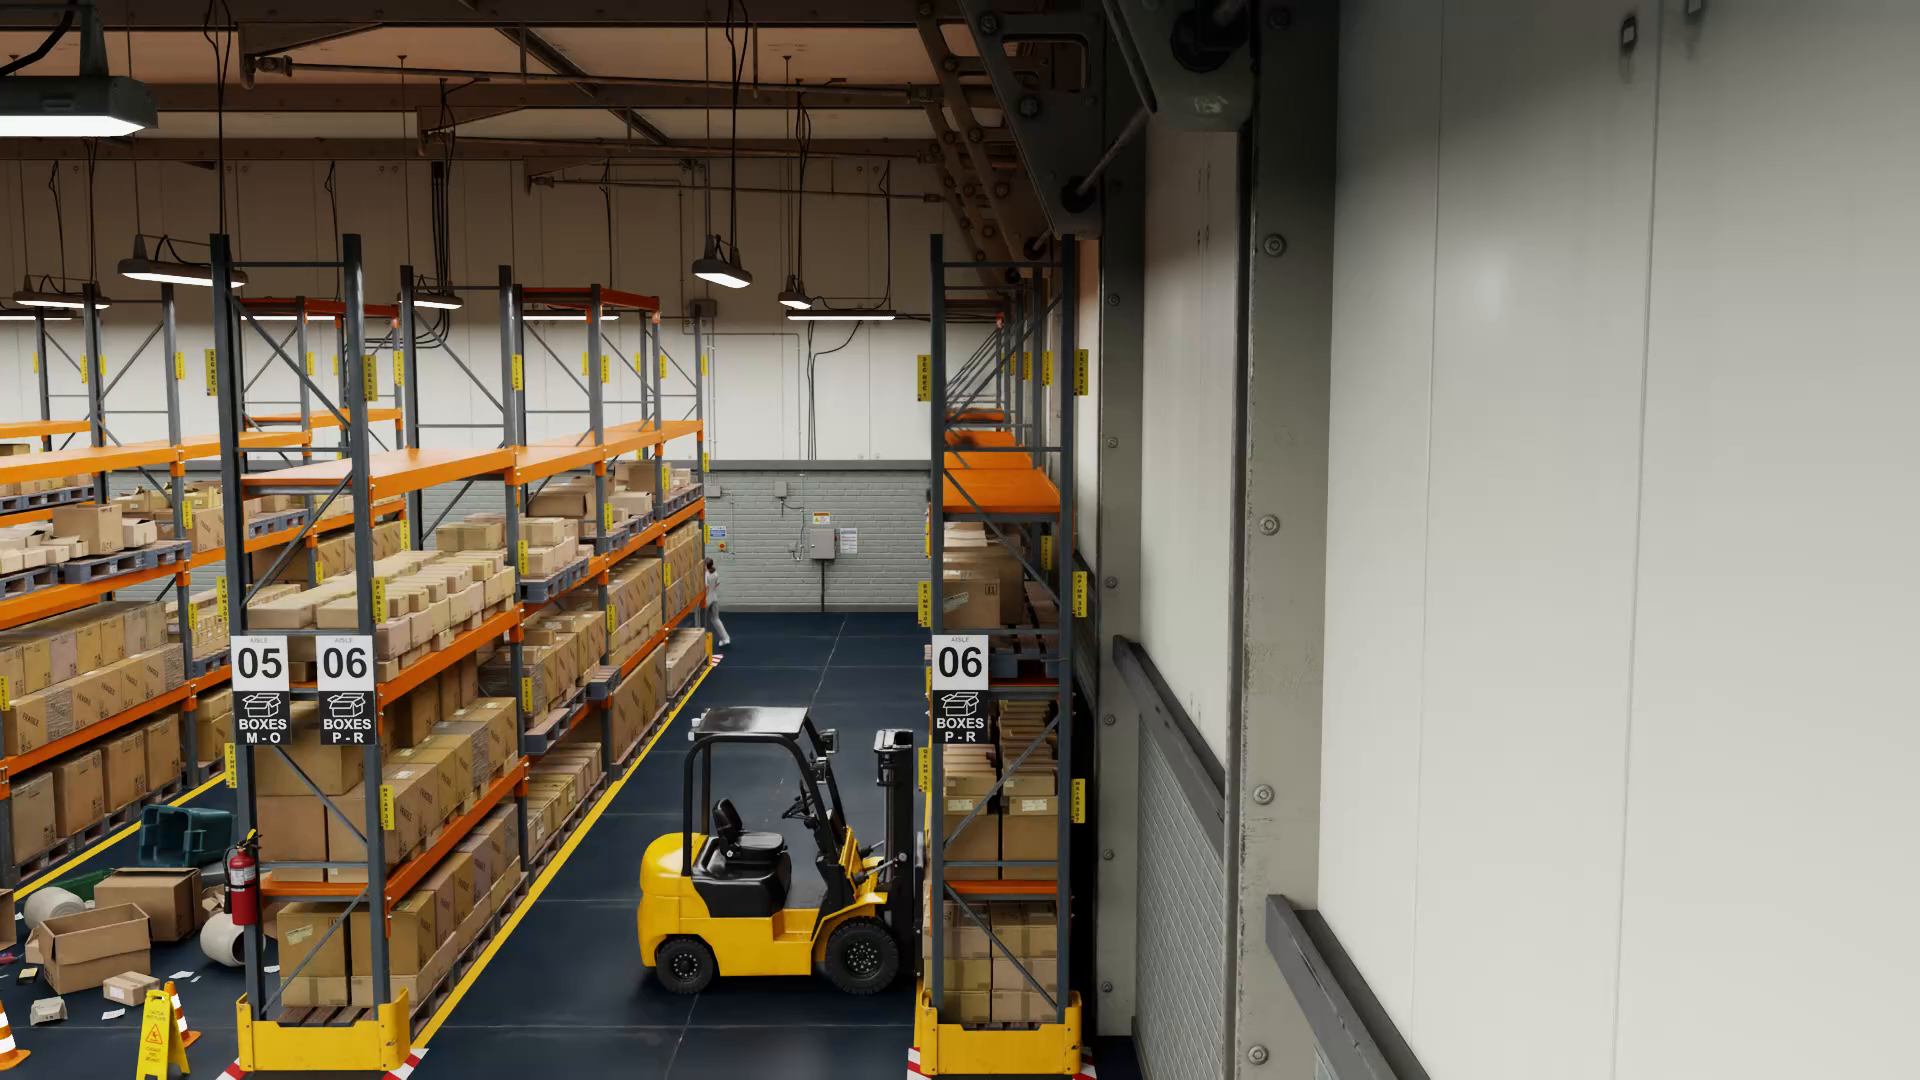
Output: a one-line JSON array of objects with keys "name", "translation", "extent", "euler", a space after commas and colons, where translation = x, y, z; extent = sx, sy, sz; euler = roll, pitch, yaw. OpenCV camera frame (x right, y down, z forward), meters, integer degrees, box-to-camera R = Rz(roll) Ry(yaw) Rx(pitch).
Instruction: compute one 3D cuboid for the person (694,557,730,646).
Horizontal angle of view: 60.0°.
[{"name": "person", "translation": [-4.516, 1.093, 29.319], "extent": [0.910, 1.635, 0.602], "euler": [6, 9, 42]}]
